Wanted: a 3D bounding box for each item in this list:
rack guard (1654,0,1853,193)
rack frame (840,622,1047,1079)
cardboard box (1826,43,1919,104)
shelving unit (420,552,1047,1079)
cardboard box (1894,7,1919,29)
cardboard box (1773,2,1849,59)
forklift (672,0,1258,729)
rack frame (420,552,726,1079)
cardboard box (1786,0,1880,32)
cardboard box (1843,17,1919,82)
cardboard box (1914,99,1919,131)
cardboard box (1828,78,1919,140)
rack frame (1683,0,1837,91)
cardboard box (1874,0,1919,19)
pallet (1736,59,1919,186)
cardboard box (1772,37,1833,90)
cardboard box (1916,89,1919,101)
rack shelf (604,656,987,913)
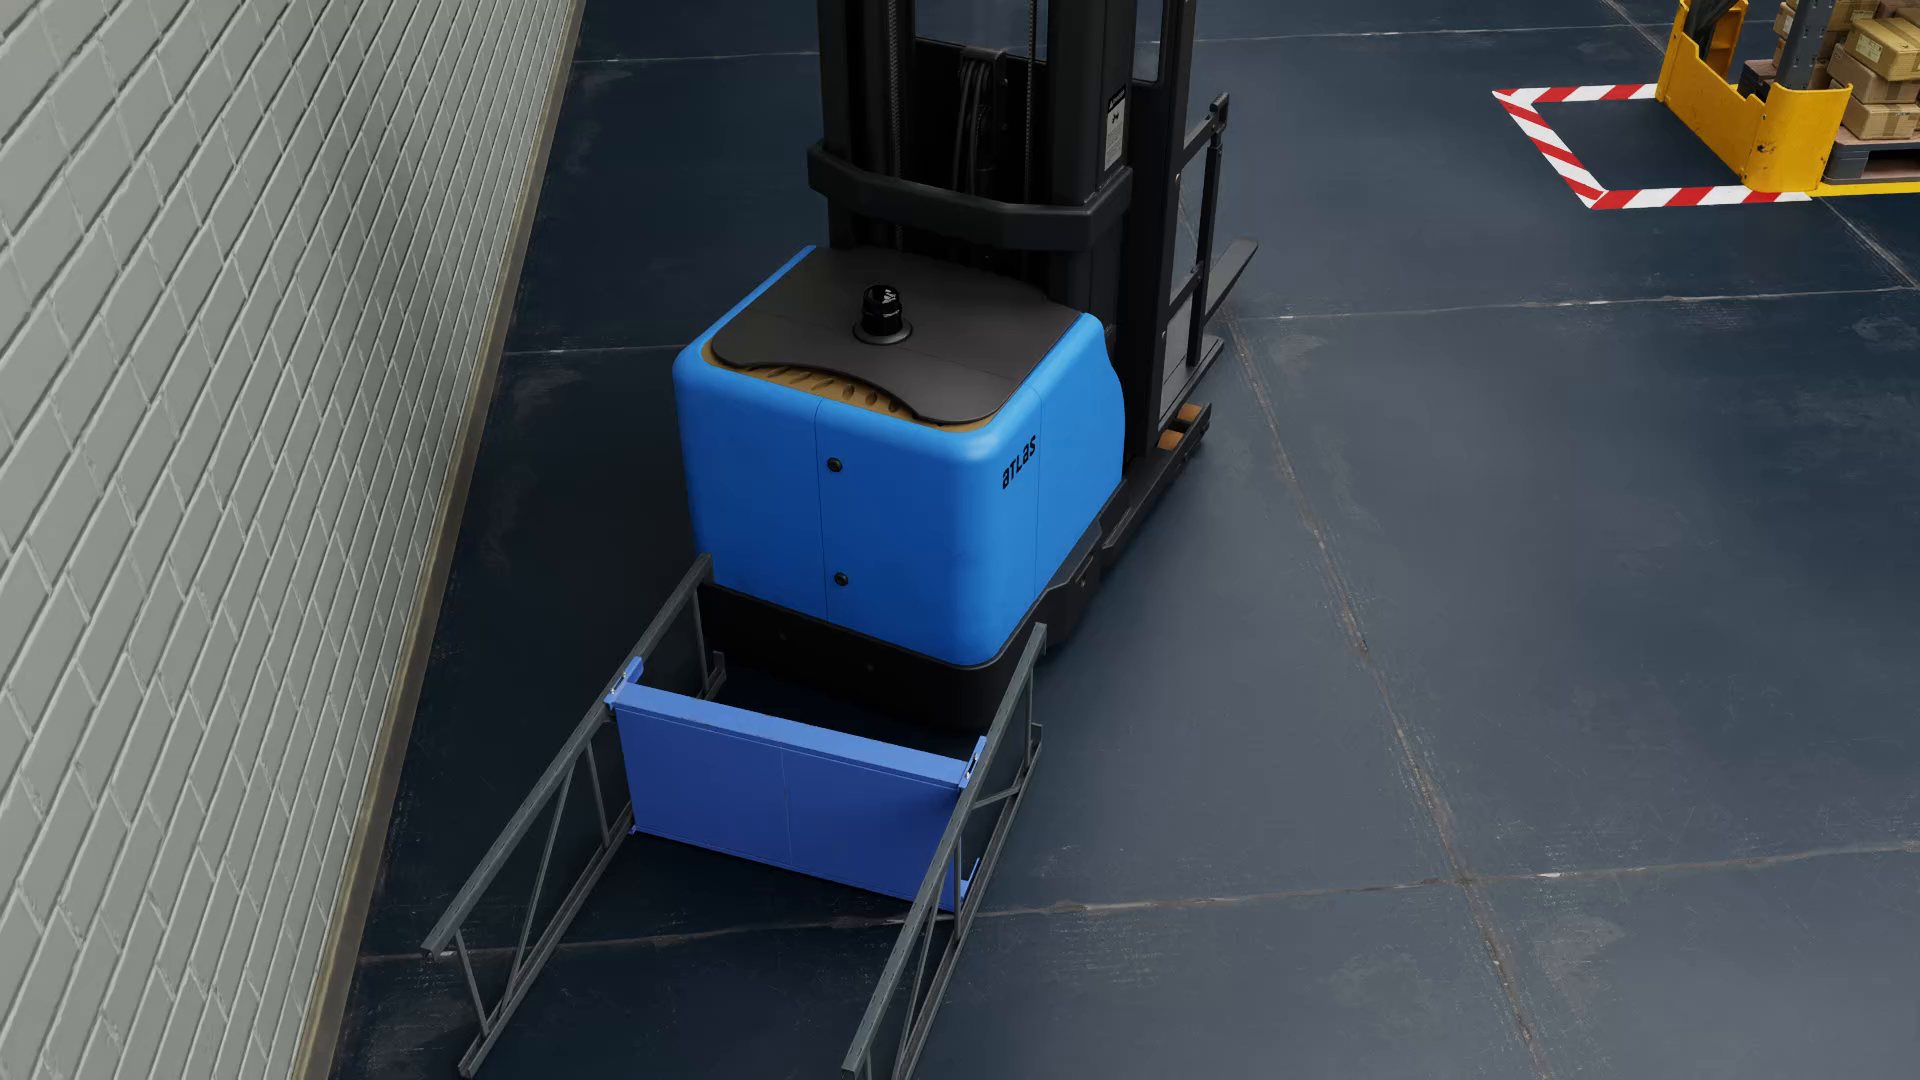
[{"bbox_3d":[3.845,-2.194,8.127,0.348,0.500,1.175,-3,38,-4],"label":"rack guard"},{"bbox_3d":[-0.006,0.869,4.214,0.032,0.500,1.500,11,40,14],"label":"rack frame"},{"bbox_3d":[4.314,-2.204,7.844,0.250,0.149,0.380,-2,38,-2],"label":"cardboard box"},{"bbox_3d":[-0.489,0.772,4.337,1.048,0.538,1.500,11,40,14],"label":"shelving unit"},{"bbox_3d":[4.586,-2.359,7.800,0.250,0.149,0.380,-2,38,-3],"label":"cardboard box"},{"bbox_3d":[4.270,-2.538,8.268,0.250,0.149,0.380,-4,38,-5],"label":"cardboard box"},{"bbox_3d":[0.278,-1.496,5.280,1.130,2.935,3.031,17,41,21],"label":"forklift"},{"bbox_3d":[-0.973,0.675,4.460,0.032,0.500,1.500,11,40,14],"label":"rack frame"},{"bbox_3d":[4.275,-2.635,8.151,0.250,0.149,0.380,-3,38,-3],"label":"cardboard box"},{"bbox_3d":[4.322,-2.269,7.687,0.250,0.149,0.380,-5,39,-6],"label":"cardboard box"},{"bbox_3d":[4.573,-2.113,7.968,0.250,0.149,0.380,-3,38,-4],"label":"cardboard box"},{"bbox_3d":[4.320,-2.048,7.886,0.250,0.149,0.380,-2,38,-3],"label":"cardboard box"},{"bbox_3d":[3.770,-3.171,7.347,0.127,3.000,1.000,-3,38,-4],"label":"rack frame"},{"bbox_3d":[4.530,-2.614,8.123,0.250,0.149,0.380,-2,38,-3],"label":"cardboard box"},{"bbox_3d":[4.658,-2.103,8.245,1.213,0.211,1.003,-3,38,-4],"label":"pallet"},{"bbox_3d":[4.276,-2.374,8.300,0.250,0.149,0.380,-3,38,-3],"label":"cardboard box"},{"bbox_3d":[4.592,-2.184,7.819,0.250,0.149,0.380,-3,38,-4],"label":"cardboard box"},{"bbox_3d":[-0.434,0.666,4.471,1.000,0.538,0.185,11,40,14],"label":"rack shelf"}]
